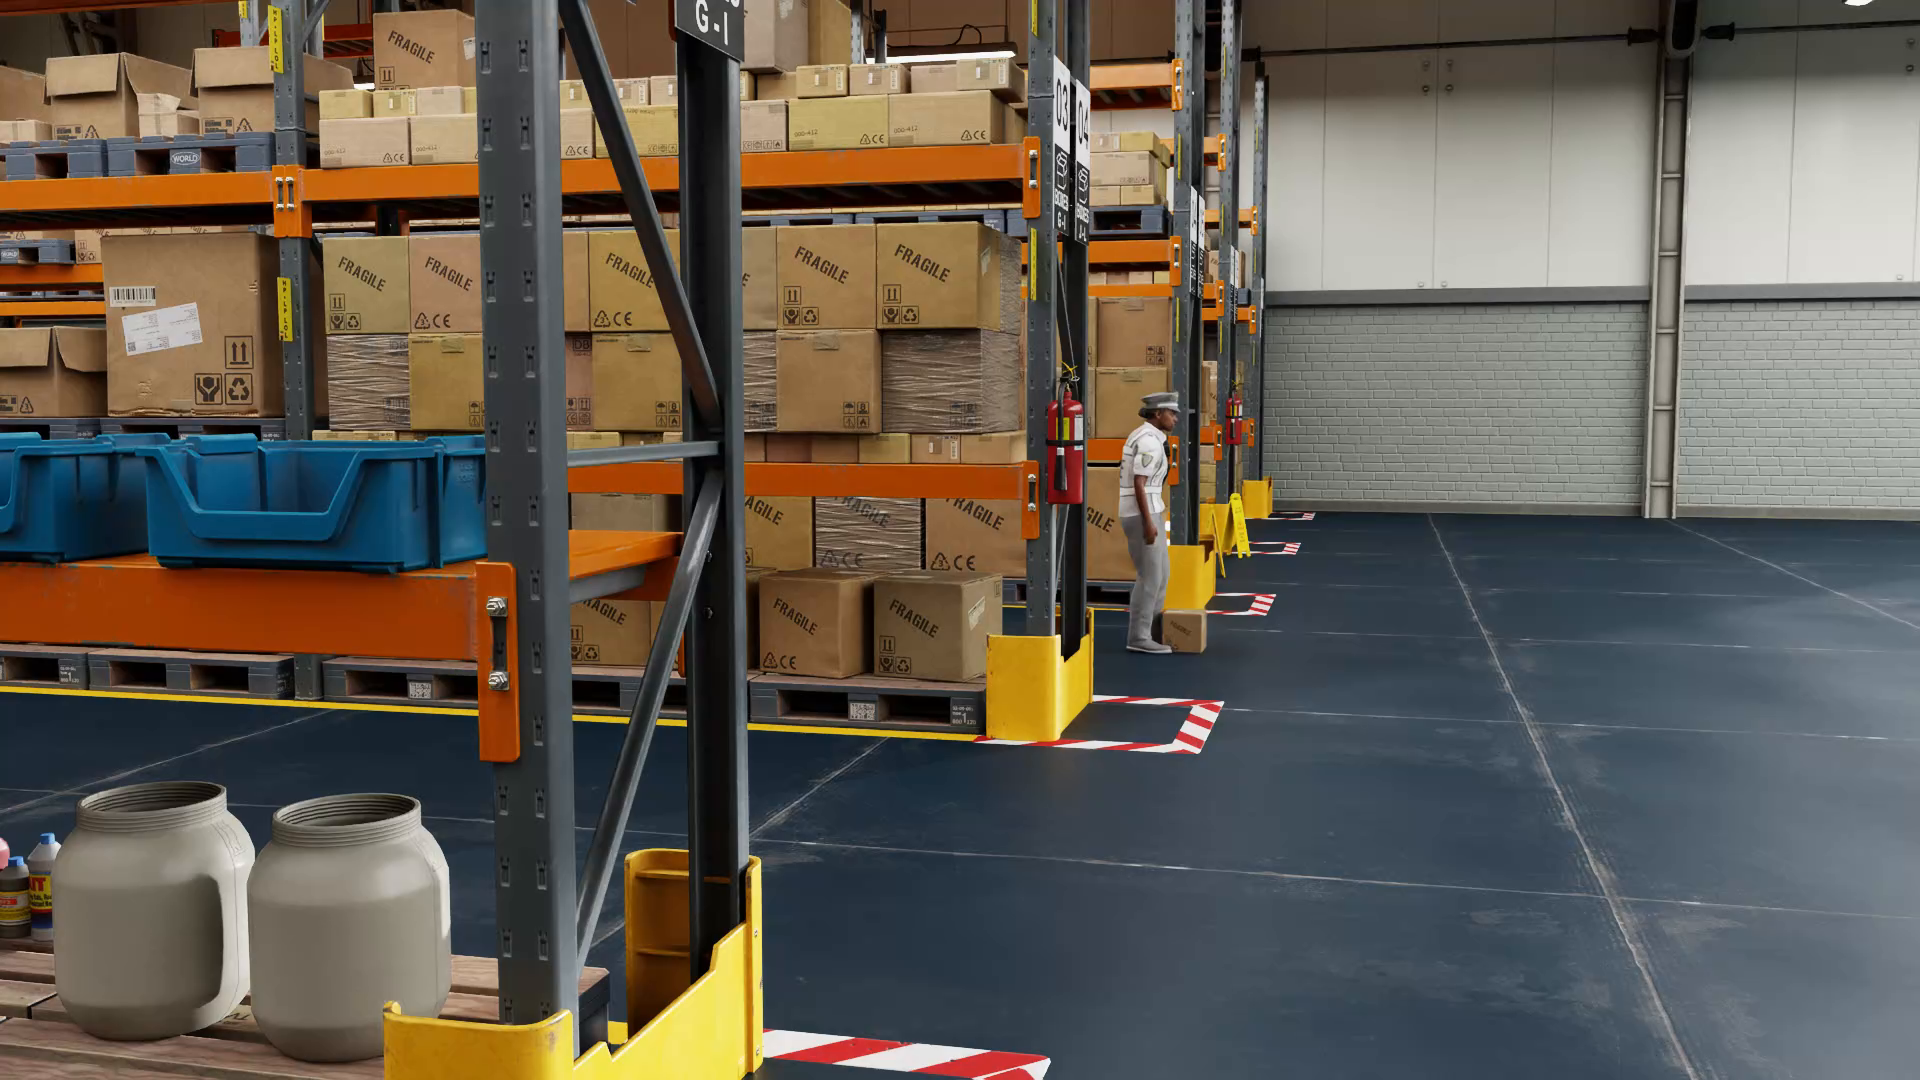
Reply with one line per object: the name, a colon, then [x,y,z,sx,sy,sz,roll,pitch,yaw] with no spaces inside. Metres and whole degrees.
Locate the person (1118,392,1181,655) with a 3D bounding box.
person: [1.229,-0.120,10.689,0.426,1.656,0.514,1,5,11]
